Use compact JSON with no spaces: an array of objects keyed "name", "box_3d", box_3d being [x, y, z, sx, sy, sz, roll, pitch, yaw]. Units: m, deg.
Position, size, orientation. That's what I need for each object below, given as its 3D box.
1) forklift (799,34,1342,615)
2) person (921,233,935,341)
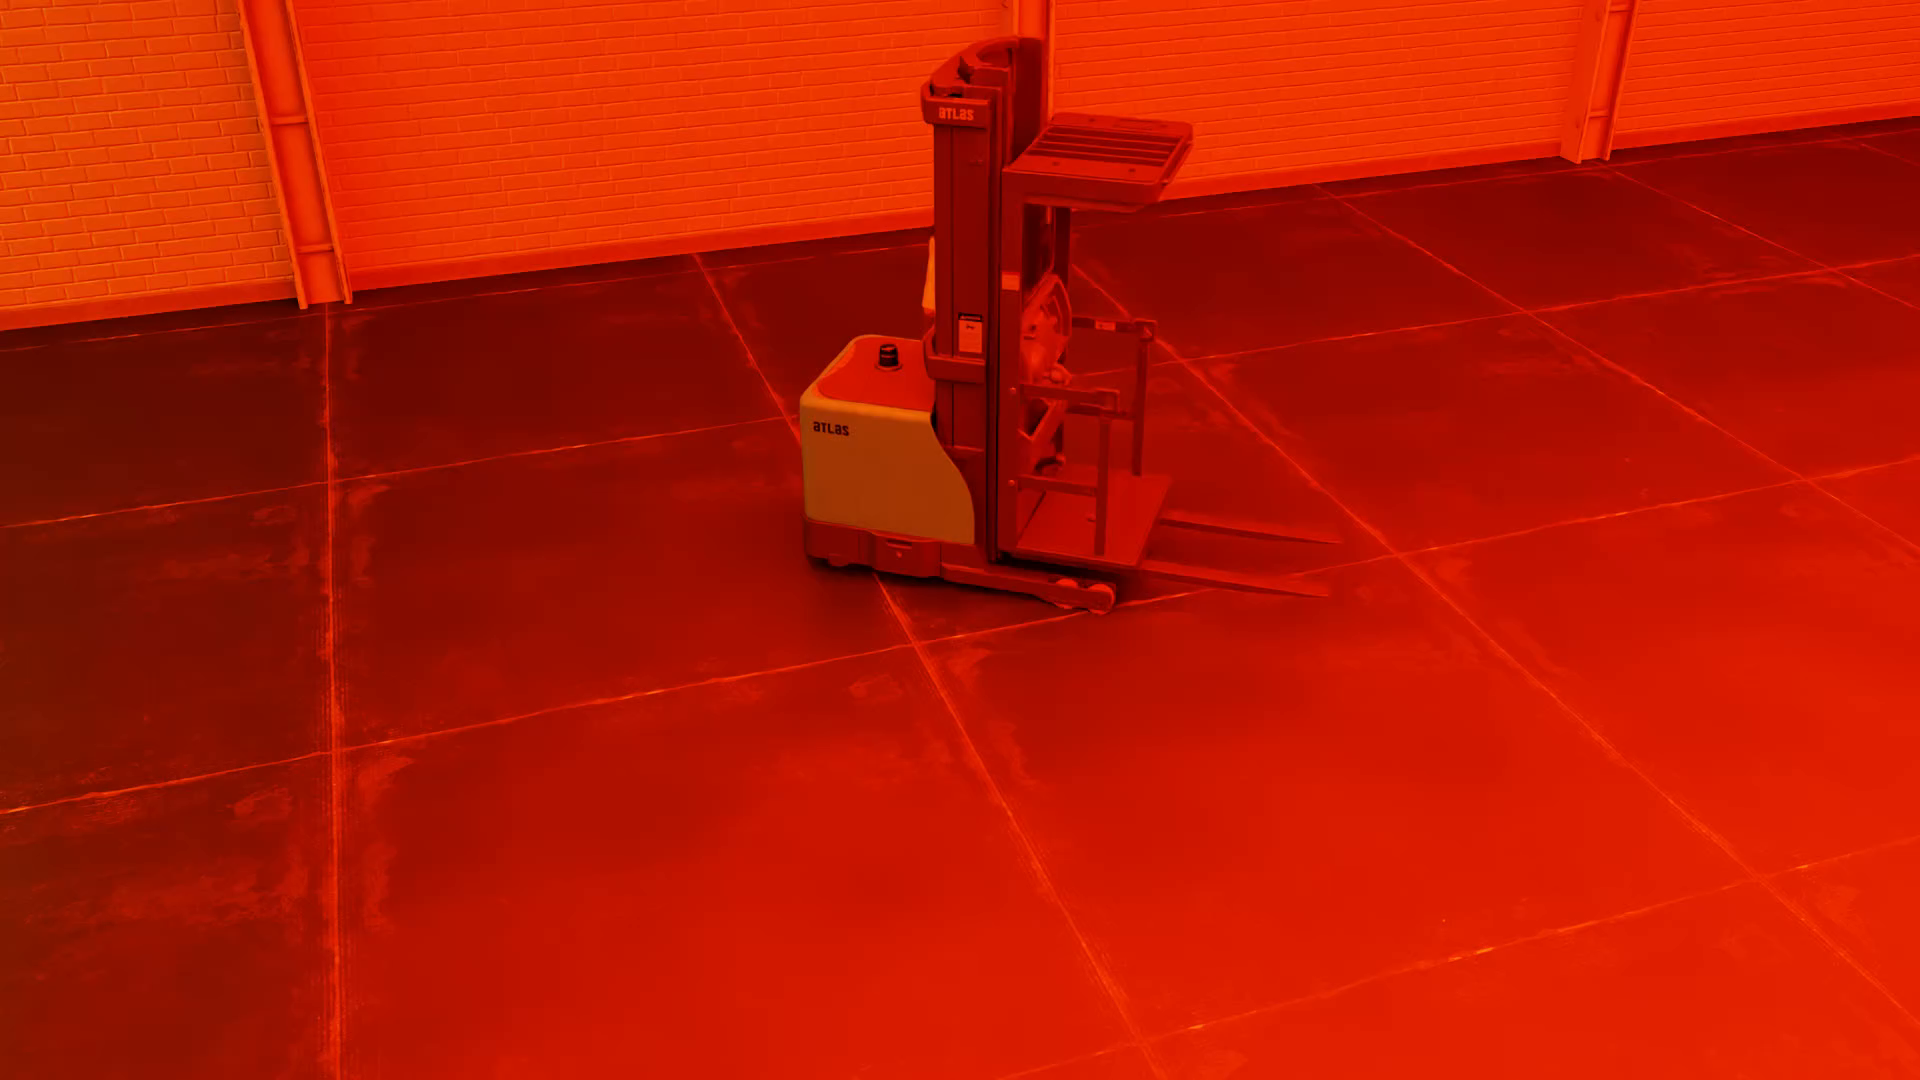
[{"name":"forklift","box_3d":[0.661,-1.151,9.087,3.031,2.935,1.130,9,31,15]},{"name":"person","box_3d":[0.025,-1.759,11.718,0.749,1.434,0.771,-22,37,-34]}]
